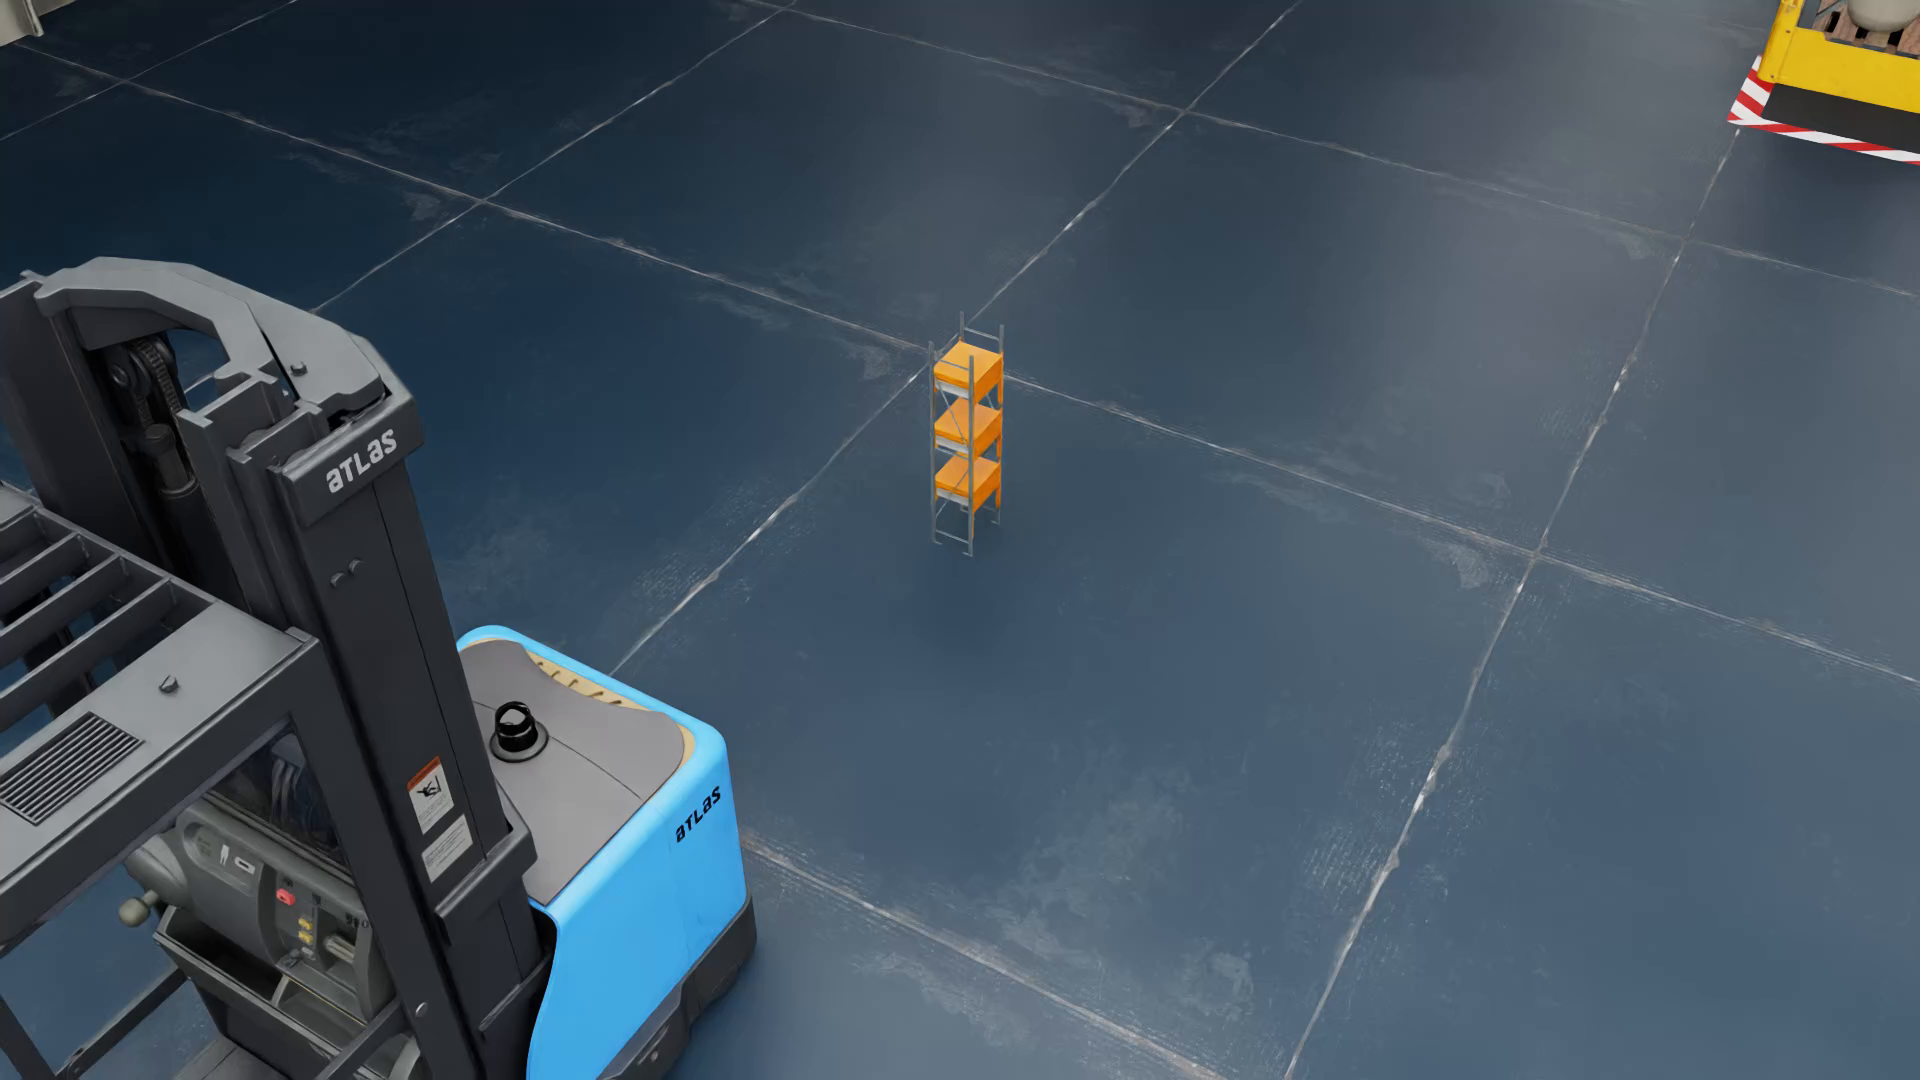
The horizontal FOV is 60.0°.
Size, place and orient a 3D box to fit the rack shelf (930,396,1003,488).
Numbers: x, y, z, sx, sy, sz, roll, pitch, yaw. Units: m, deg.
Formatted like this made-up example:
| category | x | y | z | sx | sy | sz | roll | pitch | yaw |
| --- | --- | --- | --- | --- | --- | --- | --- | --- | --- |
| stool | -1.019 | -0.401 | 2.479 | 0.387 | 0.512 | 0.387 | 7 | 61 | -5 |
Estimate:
| category | x | y | z | sx | sy | sz | roll | pitch | yaw |
| --- | --- | --- | --- | --- | --- | --- | --- | --- | --- |
| rack shelf | 0.027 | -0.417 | 6.945 | 0.215 | 0.259 | 0.240 | 21 | 45 | 22 |

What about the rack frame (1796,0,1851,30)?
| category | x | y | z | sx | sy | sz | roll | pitch | yaw |
| --- | --- | --- | --- | --- | --- | --- | --- | --- | --- |
| rack frame | 5.651 | -3.905 | 9.415 | 1.000 | 3.000 | 0.127 | 21 | 45 | 22 |

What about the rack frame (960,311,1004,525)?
| category | x | y | z | sx | sy | sz | roll | pitch | yaw |
| --- | --- | --- | --- | --- | --- | --- | --- | --- | --- |
| rack frame | 0.088 | -0.494 | 7.017 | 0.200 | 1.050 | 0.008 | 21 | 45 | 22 |

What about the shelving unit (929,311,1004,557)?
| category | x | y | z | sx | sy | sz | roll | pitch | yaw |
| --- | --- | --- | --- | --- | --- | --- | --- | --- | --- |
| shelving unit | 0.027 | -0.425 | 6.938 | 0.215 | 1.050 | 0.252 | 21 | 45 | 22 |

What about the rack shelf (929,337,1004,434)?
| category | x | y | z | sx | sy | sz | roll | pitch | yaw |
| --- | --- | --- | --- | --- | --- | --- | --- | --- | --- |
| rack shelf | 0.027 | -0.630 | 6.757 | 0.215 | 0.259 | 0.240 | 21 | 45 | 22 |

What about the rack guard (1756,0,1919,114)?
| category | x | y | z | sx | sy | sz | roll | pitch | yaw |
| --- | --- | --- | --- | --- | --- | --- | --- | --- | --- |
| rack guard | 5.648 | -3.026 | 10.308 | 1.175 | 0.500 | 0.348 | 21 | 45 | 22 |

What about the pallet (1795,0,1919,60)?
| category | x | y | z | sx | sy | sz | roll | pitch | yaw |
| --- | --- | --- | --- | --- | --- | --- | --- | --- | --- |
| pallet | 6.059 | -3.381 | 10.929 | 1.003 | 0.211 | 1.213 | 21 | 45 | 22 |

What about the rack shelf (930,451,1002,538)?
| category | x | y | z | sx | sy | sz | roll | pitch | yaw |
| --- | --- | --- | --- | --- | --- | --- | --- | --- | --- |
| rack shelf | 0.027 | -0.208 | 7.128 | 0.215 | 0.259 | 0.240 | 21 | 45 | 22 |

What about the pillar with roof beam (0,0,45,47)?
| category | x | y | z | sx | sy | sz | roll | pitch | yaw |
| --- | --- | --- | --- | --- | --- | --- | --- | --- | --- |
| pillar with roof beam | -2.601 | -5.263 | 6.417 | 9.100 | 9.000 | 0.400 | 21 | 45 | 22 |

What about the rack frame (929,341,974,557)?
| category | x | y | z | sx | sy | sz | roll | pitch | yaw |
| --- | --- | --- | --- | --- | --- | --- | --- | --- | --- |
| rack frame | -0.034 | -0.355 | 6.859 | 0.200 | 1.050 | 0.008 | 21 | 45 | 22 |

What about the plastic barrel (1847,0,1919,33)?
| category | x | y | z | sx | sy | sz | roll | pitch | yaw |
| --- | --- | --- | --- | --- | --- | --- | --- | --- | --- |
| plastic barrel | 5.914 | -3.531 | 10.555 | 0.421 | 0.512 | 0.421 | 0 | 41 | 0 |

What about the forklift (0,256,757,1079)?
| category | x | y | z | sx | sy | sz | roll | pitch | yaw |
| --- | --- | --- | --- | --- | --- | --- | --- | --- | --- |
| forklift | -1.878 | 0.954 | 3.949 | 1.130 | 2.935 | 3.031 | 22 | 46 | 23 |
